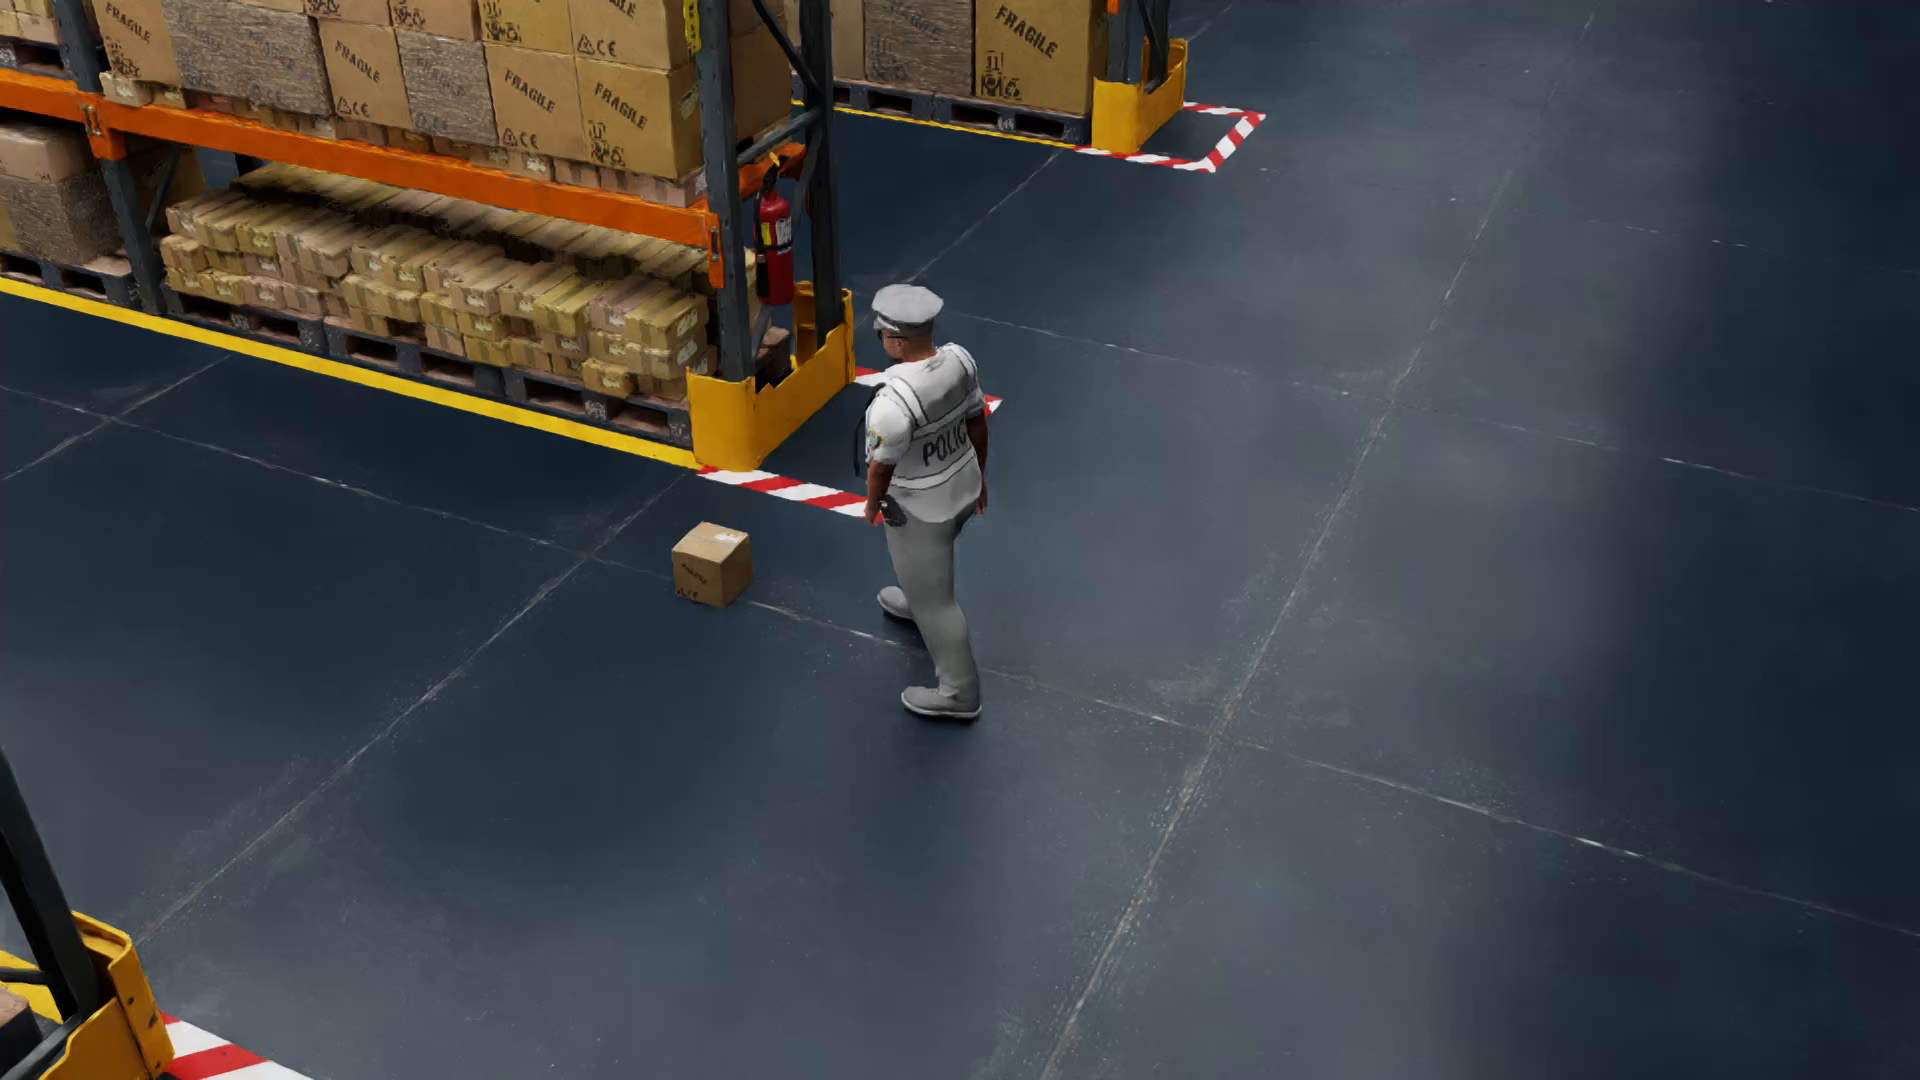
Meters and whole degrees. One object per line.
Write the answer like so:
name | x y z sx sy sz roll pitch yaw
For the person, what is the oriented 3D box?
person | -0.156 -0.203 6.433 0.753 1.713 0.660 18 37 25
